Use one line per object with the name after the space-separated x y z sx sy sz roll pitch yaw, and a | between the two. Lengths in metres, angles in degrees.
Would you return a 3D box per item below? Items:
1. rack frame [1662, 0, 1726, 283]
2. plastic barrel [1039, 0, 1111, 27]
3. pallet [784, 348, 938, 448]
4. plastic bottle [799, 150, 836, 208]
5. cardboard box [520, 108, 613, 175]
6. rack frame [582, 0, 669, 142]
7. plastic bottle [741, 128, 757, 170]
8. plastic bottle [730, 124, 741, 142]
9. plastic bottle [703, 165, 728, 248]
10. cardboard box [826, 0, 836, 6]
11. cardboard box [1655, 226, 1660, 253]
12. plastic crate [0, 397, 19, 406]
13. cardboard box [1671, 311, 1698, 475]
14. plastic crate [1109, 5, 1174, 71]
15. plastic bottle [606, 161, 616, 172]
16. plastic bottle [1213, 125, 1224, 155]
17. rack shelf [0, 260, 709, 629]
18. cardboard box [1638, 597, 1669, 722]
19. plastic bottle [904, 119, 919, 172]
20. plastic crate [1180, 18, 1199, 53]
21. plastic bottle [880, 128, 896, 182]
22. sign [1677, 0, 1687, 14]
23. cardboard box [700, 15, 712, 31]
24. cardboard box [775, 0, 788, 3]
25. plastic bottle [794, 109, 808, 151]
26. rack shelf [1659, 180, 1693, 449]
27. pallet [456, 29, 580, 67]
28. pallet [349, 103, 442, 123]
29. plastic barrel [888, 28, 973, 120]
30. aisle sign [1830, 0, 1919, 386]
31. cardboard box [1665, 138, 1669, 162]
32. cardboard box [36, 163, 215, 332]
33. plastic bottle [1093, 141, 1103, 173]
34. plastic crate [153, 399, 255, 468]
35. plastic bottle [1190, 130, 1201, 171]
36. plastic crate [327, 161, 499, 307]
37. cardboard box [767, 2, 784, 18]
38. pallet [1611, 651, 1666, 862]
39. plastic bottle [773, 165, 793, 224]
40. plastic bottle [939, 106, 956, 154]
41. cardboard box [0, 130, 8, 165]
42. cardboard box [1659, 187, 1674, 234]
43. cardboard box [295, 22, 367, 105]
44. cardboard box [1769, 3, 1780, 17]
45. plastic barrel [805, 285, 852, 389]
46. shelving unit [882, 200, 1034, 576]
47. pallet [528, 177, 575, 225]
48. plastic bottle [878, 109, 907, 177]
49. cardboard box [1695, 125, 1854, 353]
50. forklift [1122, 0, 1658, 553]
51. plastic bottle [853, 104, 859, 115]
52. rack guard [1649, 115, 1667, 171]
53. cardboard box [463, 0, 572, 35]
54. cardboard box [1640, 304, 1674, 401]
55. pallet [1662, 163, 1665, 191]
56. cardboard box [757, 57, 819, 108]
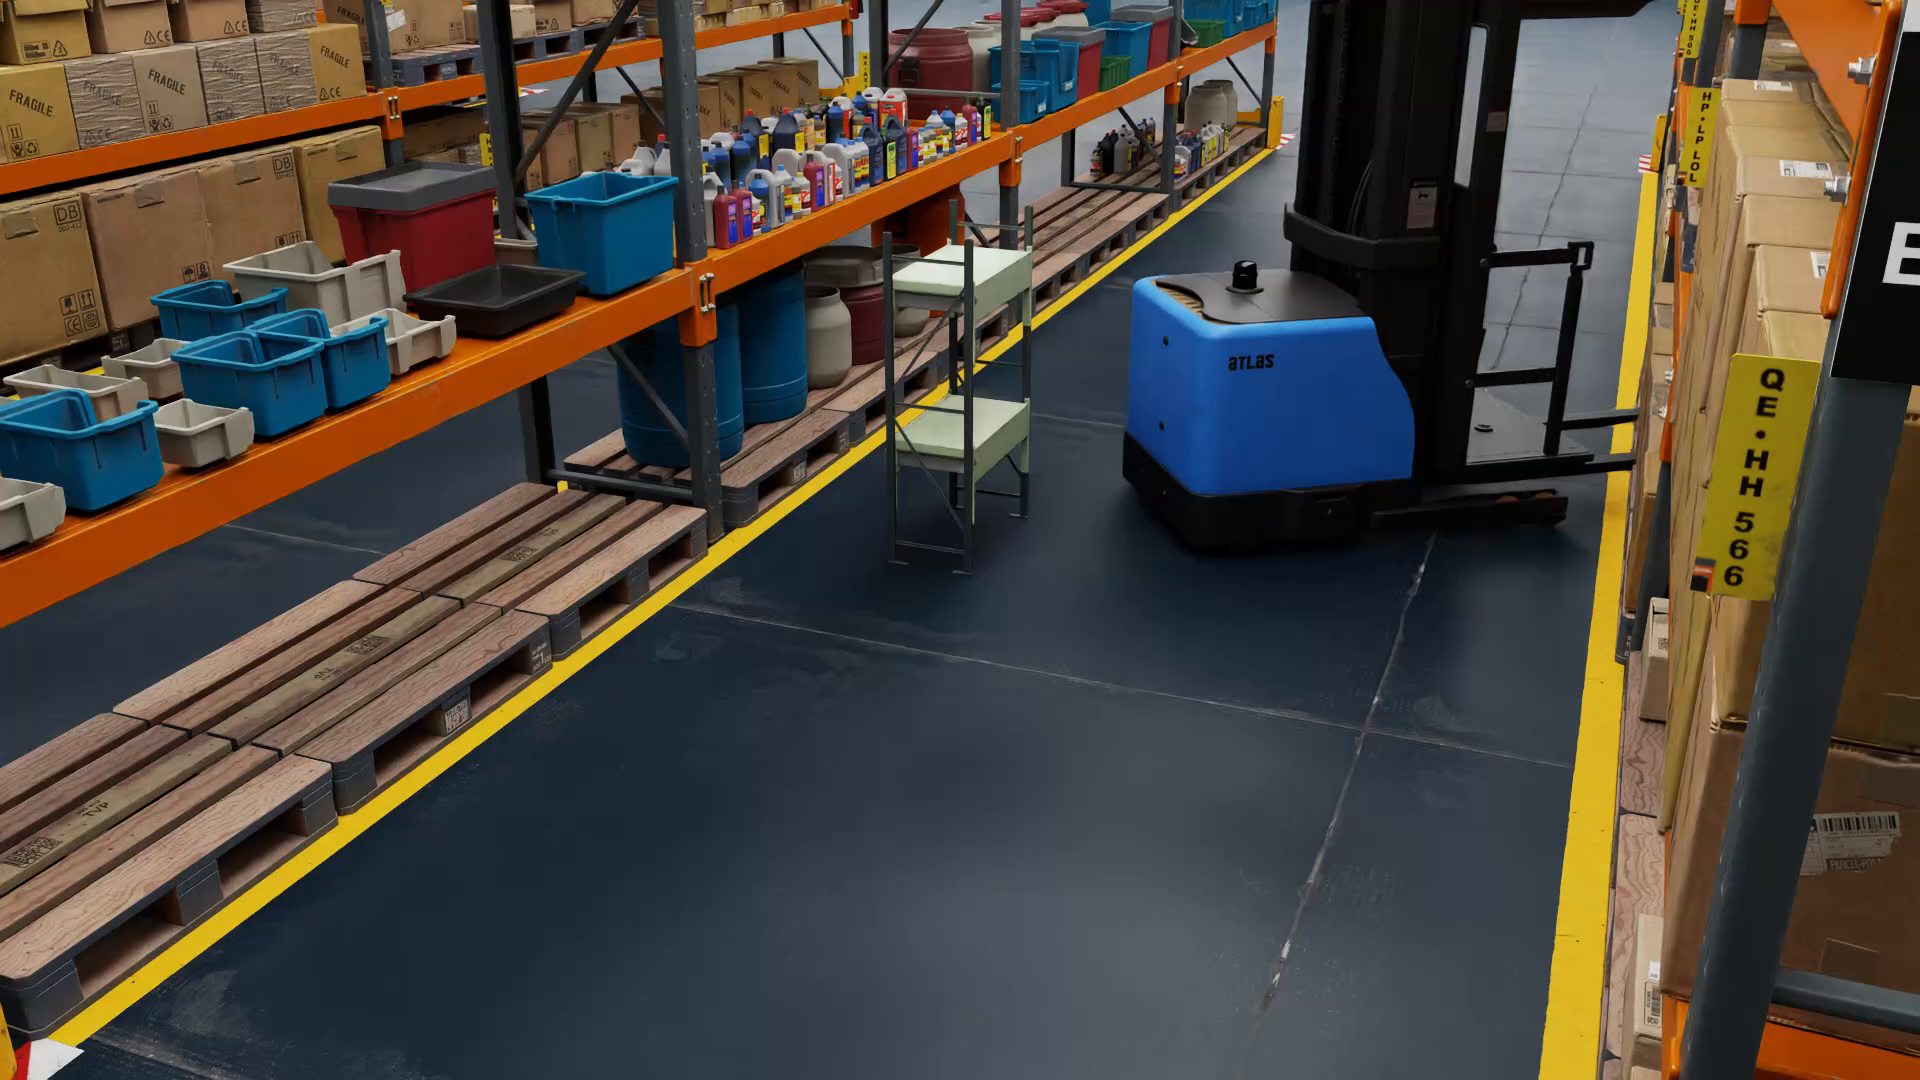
4.494 -2.172 9.059 1.000 3.000 0.127 9 24 20 | rack frame
0.958 -4.451 13.863 0.600 0.901 0.708 9 24 20 | plastic barrel
-0.812 -0.873 9.566 1.003 0.211 1.213 9 24 20 | pallet
-0.719 -1.837 8.416 0.152 0.276 0.135 9 24 20 | plastic bottle
-3.659 -3.688 15.361 0.700 0.500 0.500 9 24 20 | cardboard box
-3.216 -5.023 15.884 1.000 3.000 0.127 9 24 20 | rack frame
-1.160 -2.106 9.068 0.097 0.271 0.097 0 23 0 | plastic bottle
-1.240 -2.117 9.077 0.061 0.283 0.133 9 24 20 | plastic bottle
-1.142 -1.523 7.568 0.144 0.351 0.185 9 24 20 | plastic bottle
-1.644 -6.207 19.045 0.380 0.149 0.250 9 24 20 | cardboard box
5.409 -2.237 12.237 0.500 0.250 0.500 9 24 21 | cardboard box
-2.819 -0.345 4.950 0.396 0.136 0.243 9 24 20 | plastic crate
2.379 -0.460 4.830 0.500 0.500 0.500 9 24 21 | cardboard box
1.487 -4.127 13.655 0.402 0.464 0.583 9 24 20 | plastic crate
-1.699 -1.674 8.018 0.061 0.283 0.133 9 24 20 | plastic bottle
2.474 -3.886 16.124 0.152 0.276 0.135 9 24 20 | plastic bottle
-2.332 -0.404 5.758 1.077 0.370 4.000 9 24 20 | rack shelf
2.652 0.416 5.780 0.500 0.311 0.500 9 24 20 | cardboard box
-0.282 -2.214 9.311 0.061 0.283 0.133 9 24 20 | plastic bottle
1.695 -4.455 14.604 0.767 0.338 0.504 9 24 20 | plastic crate
-0.400 -2.100 9.038 0.061 0.283 0.133 9 24 20 | plastic bottle
5.464 -4.119 12.493 0.100 0.325 0.005 9 24 20 | sign
-2.685 -5.122 16.447 0.380 0.149 0.250 9 24 20 | cardboard box
-2.260 -6.076 17.890 0.875 0.500 0.500 9 24 20 | cardboard box
-0.940 -2.381 9.727 0.097 0.271 0.097 0 23 0 | plastic bottle
3.751 -1.125 7.484 1.077 0.370 4.000 9 24 20 | rack shelf
-4.005 -4.218 14.205 1.003 0.211 1.213 9 24 20 | pallet
-6.977 -5.182 19.882 1.003 0.211 1.213 9 24 20 | pallet
-0.212 -3.155 11.235 0.600 0.536 0.708 9 24 20 | plastic barrel
1.213 -0.529 1.751 0.394 0.787 0.004 9 24 20 | aisle sign
6.878 -3.621 15.549 0.500 0.250 0.500 9 24 20 | cardboard box
-5.637 -1.926 10.680 1.225 0.875 0.875 8 24 18 | cardboard box
1.255 -3.483 15.151 0.061 0.283 0.133 10 25 23 | plastic bottle
-2.229 -0.313 4.872 0.250 0.136 0.298 9 24 20 | plastic crate
2.138 -3.592 15.324 0.144 0.351 0.185 8 24 18 | plastic bottle
-2.154 -1.225 6.630 0.402 0.464 0.583 9 24 20 | plastic crate
-2.104 -5.656 17.724 0.380 0.149 0.250 9 24 20 | cardboard box
2.753 0.791 5.582 1.003 0.211 1.213 9 24 20 | pallet
-0.859 -1.672 8.027 0.097 0.271 0.097 0 23 0 | plastic bottle
-0.075 -2.427 9.835 0.097 0.271 0.097 0 23 0 | plastic bottle
-5.785 -2.336 9.320 0.500 0.500 0.500 9 24 20 | cardboard box
5.213 -2.312 11.687 0.500 0.311 0.500 8 24 18 | cardboard box
-4.655 -3.426 11.931 0.500 0.500 0.500 10 25 22 | cardboard box
6.260 -4.018 12.505 0.380 0.149 0.250 9 24 20 | cardboard box
-0.815 -1.132 9.252 0.421 0.512 0.421 0 23 0 | plastic barrel
0.002 -0.694 7.467 0.431 1.500 0.755 9 24 20 | shelving unit
-3.955 -3.020 14.706 1.003 0.211 1.213 9 24 20 | pallet
-0.380 -2.194 9.175 0.144 0.351 0.185 9 24 20 | plastic bottle
2.190 -0.752 4.230 0.500 0.500 0.500 8 24 18 | cardboard box
2.388 -1.584 7.740 3.031 2.935 1.130 -5 23 -13 | forklift
-0.669 -2.610 10.365 0.097 0.201 0.097 0 23 0 | plastic bottle
7.475 -3.890 16.415 1.175 0.500 0.348 9 24 20 | rack guard
-3.774 -4.631 14.267 0.797 0.503 0.637 11 25 25 | cardboard box
3.871 -0.912 8.714 0.500 0.500 0.500 8 24 18 | cardboard box
7.221 -3.469 15.781 1.003 0.211 1.213 9 24 20 | pallet
-1.978 -5.274 19.183 0.500 0.500 0.500 14 26 30 | cardboard box
